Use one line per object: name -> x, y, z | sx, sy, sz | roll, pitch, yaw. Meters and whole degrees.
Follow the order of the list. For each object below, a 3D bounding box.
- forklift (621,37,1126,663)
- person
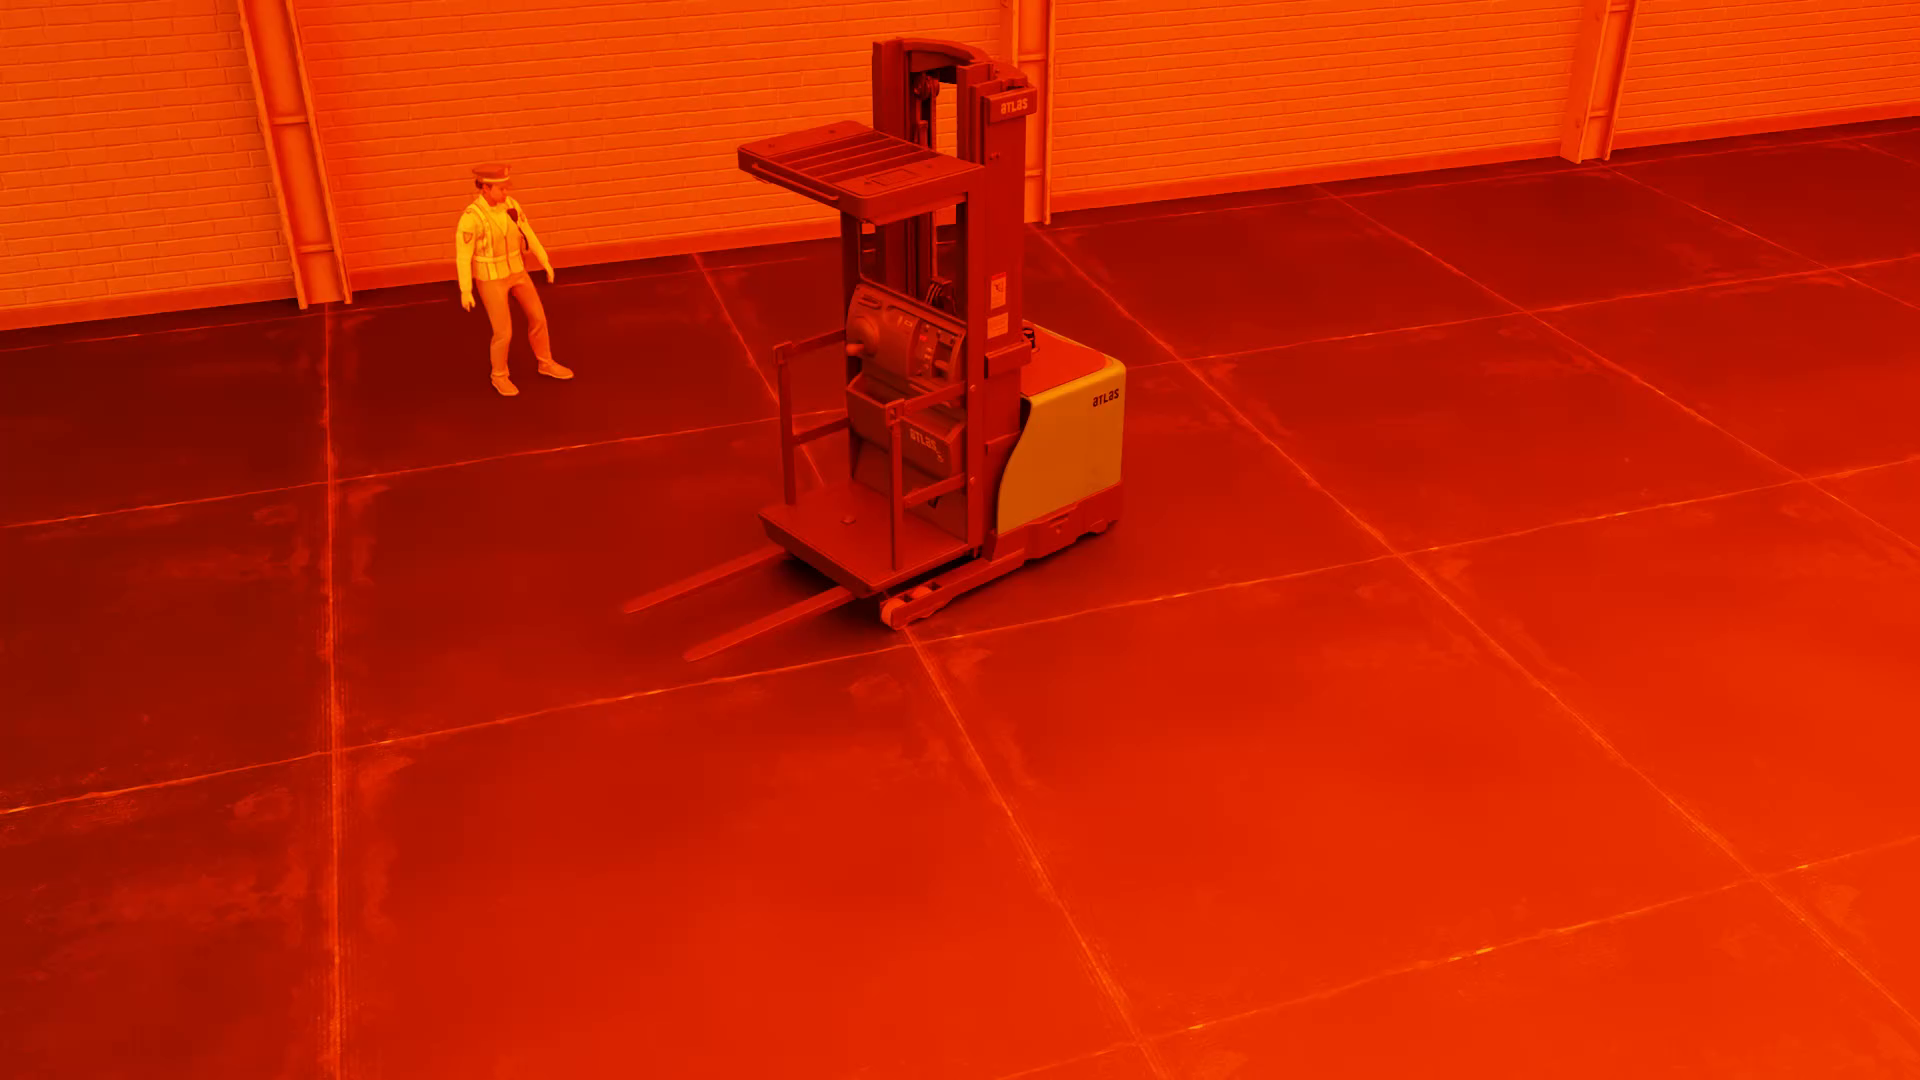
forklift -> -0.461, -1.072, 8.951 | 3.031, 2.935, 1.130 | -23, 37, -34
person -> -3.148, -1.817, 11.543 | 0.379, 1.641, 0.707 | 21, 36, 32
